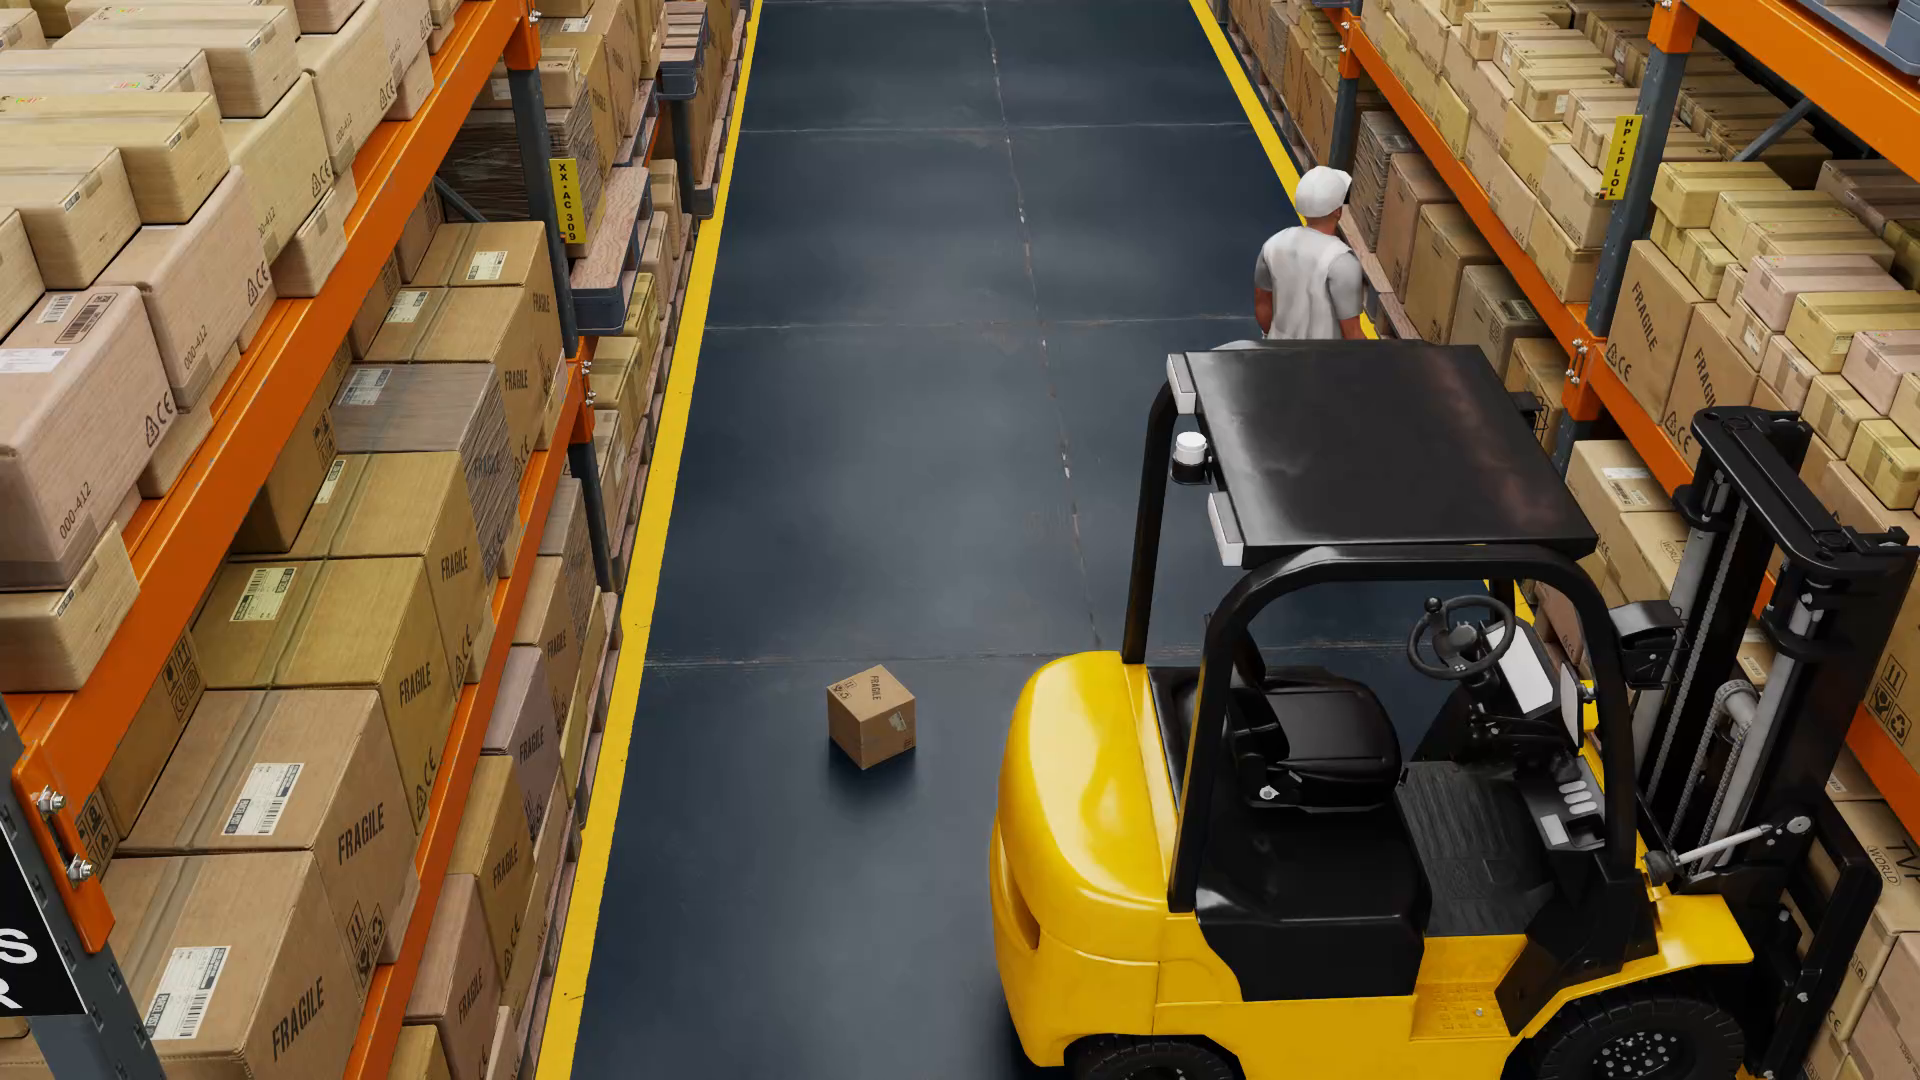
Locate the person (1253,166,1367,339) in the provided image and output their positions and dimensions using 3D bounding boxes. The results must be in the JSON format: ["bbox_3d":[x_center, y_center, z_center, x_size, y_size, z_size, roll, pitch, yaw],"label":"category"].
[{"bbox_3d":[1.597,-0.793,7.243,0.566,1.787,0.637,-25,42,-31],"label":"person"}]
